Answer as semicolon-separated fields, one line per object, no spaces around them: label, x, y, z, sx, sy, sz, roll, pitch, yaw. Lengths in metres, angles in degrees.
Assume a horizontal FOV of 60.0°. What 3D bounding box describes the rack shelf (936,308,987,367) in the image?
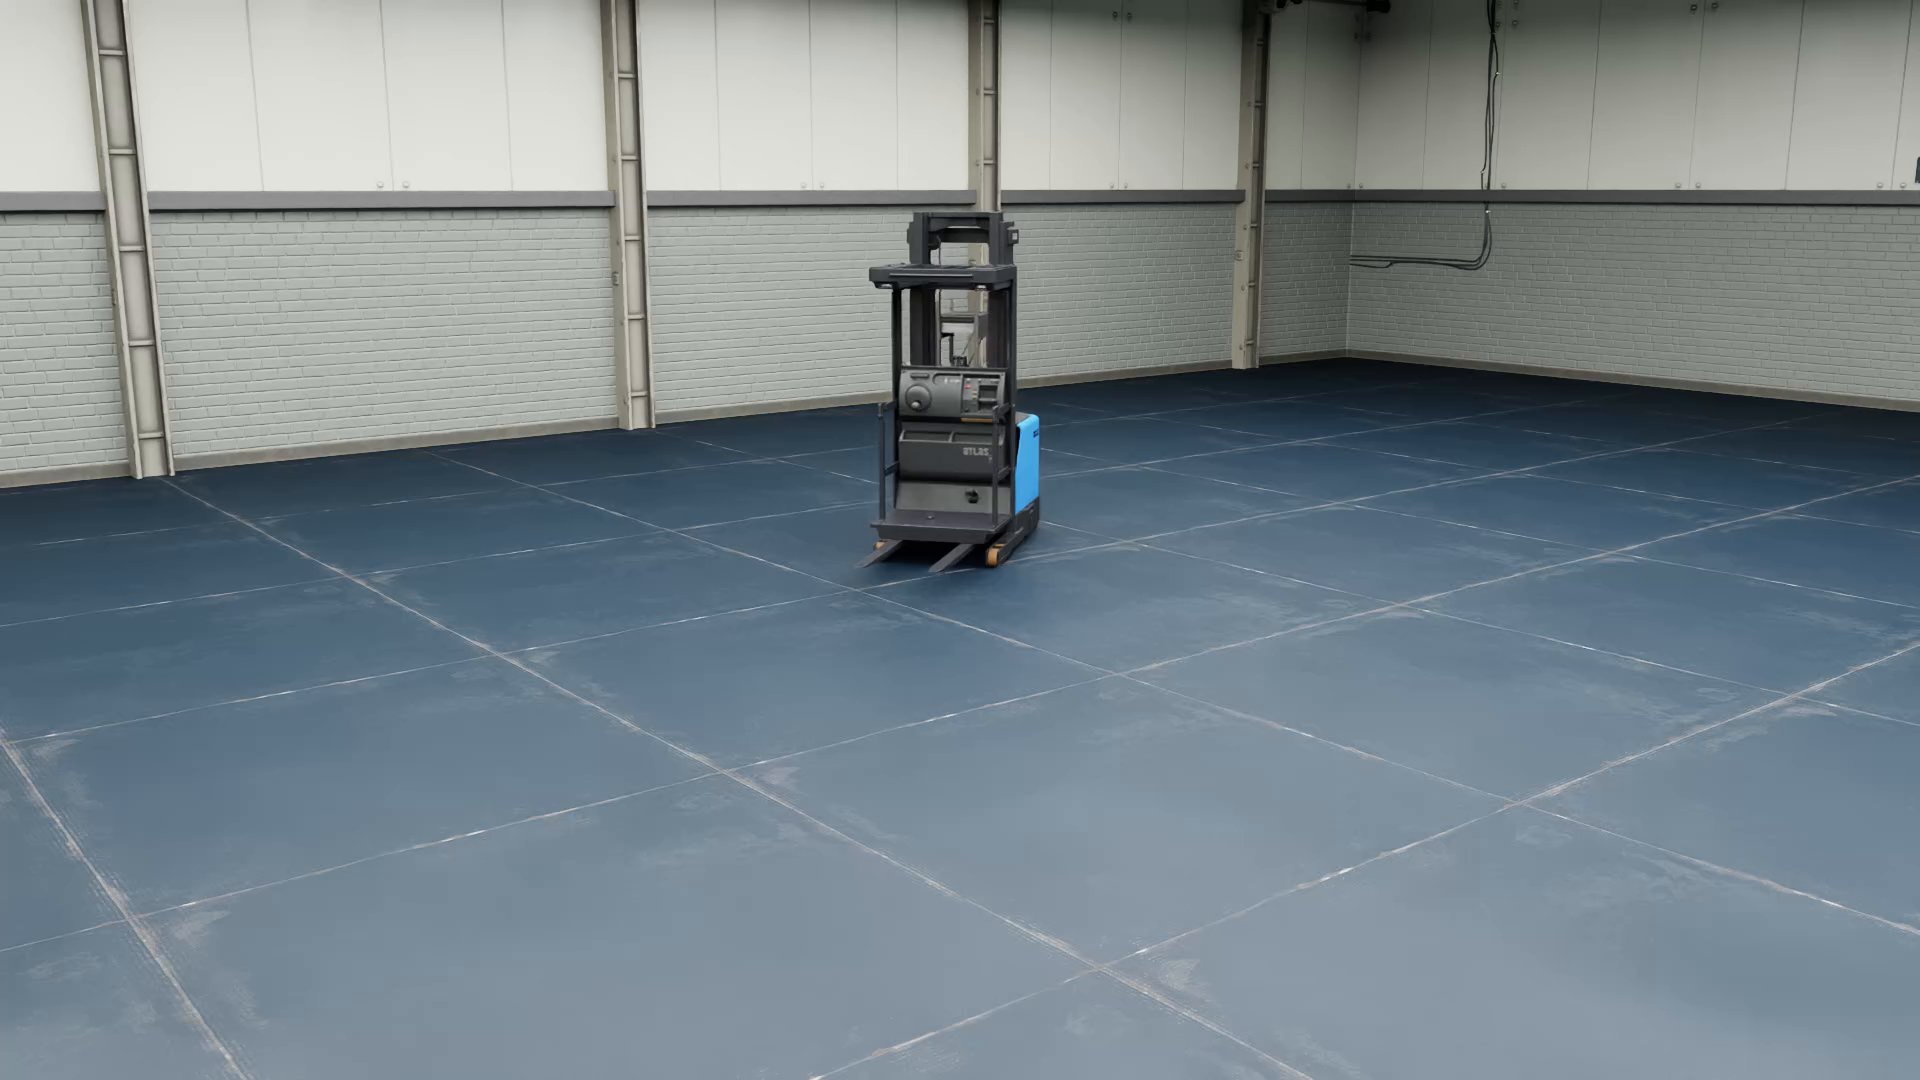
rack shelf;0.039;-1.941;15.887;0.431;0.518;0.480;3;11;15

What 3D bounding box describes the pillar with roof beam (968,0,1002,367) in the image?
pillar with roof beam;3.061;-5.984;21.645;0.400;9.000;9.100;-9;15;-38

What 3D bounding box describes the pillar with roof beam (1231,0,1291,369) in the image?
pillar with roof beam;7.746;-6.763;25.312;0.548;9.000;9.100;-9;15;-38

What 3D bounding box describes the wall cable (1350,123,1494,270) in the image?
wall cable;8.183;-6.110;29.713;0.112;2.526;3.097;-9;15;-38

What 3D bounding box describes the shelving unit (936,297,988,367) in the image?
shelving unit;0.036;-1.267;16.018;0.431;2.100;0.503;3;11;15

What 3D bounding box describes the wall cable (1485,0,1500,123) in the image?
wall cable;9.873;-8.141;27.122;0.112;2.526;3.097;-9;15;-38

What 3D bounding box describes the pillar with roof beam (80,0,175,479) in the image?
pillar with roof beam;-6.309;-4.427;14.312;0.400;9.000;9.100;-9;15;-38

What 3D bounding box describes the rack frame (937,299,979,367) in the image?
rack frame;-0.027;-1.223;15.786;0.400;2.100;0.015;3;11;15

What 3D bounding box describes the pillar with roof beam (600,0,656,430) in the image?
pillar with roof beam;-1.624;-5.206;17.979;0.400;9.000;9.100;-9;15;-38

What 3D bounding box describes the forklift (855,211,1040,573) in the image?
forklift;-0.119;-1.289;14.141;1.130;2.935;3.031;3;12;14

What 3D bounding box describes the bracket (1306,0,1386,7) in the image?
bracket;6.992;-9.449;29.296;3.189;0.066;0.076;-9;15;-38

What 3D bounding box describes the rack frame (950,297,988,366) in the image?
rack frame;0.099;-1.311;16.249;0.400;2.100;0.015;3;11;15

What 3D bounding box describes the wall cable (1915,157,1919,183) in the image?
wall cable;14.102;-7.750;21.776;0.169;6.003;2.305;-9;15;-38

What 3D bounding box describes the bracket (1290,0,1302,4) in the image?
bracket;5.603;-9.218;28.209;0.430;0.232;0.235;-9;15;-38

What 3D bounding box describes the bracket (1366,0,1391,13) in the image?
bracket;7.453;-9.525;29.657;0.430;0.232;0.235;-9;15;-38
